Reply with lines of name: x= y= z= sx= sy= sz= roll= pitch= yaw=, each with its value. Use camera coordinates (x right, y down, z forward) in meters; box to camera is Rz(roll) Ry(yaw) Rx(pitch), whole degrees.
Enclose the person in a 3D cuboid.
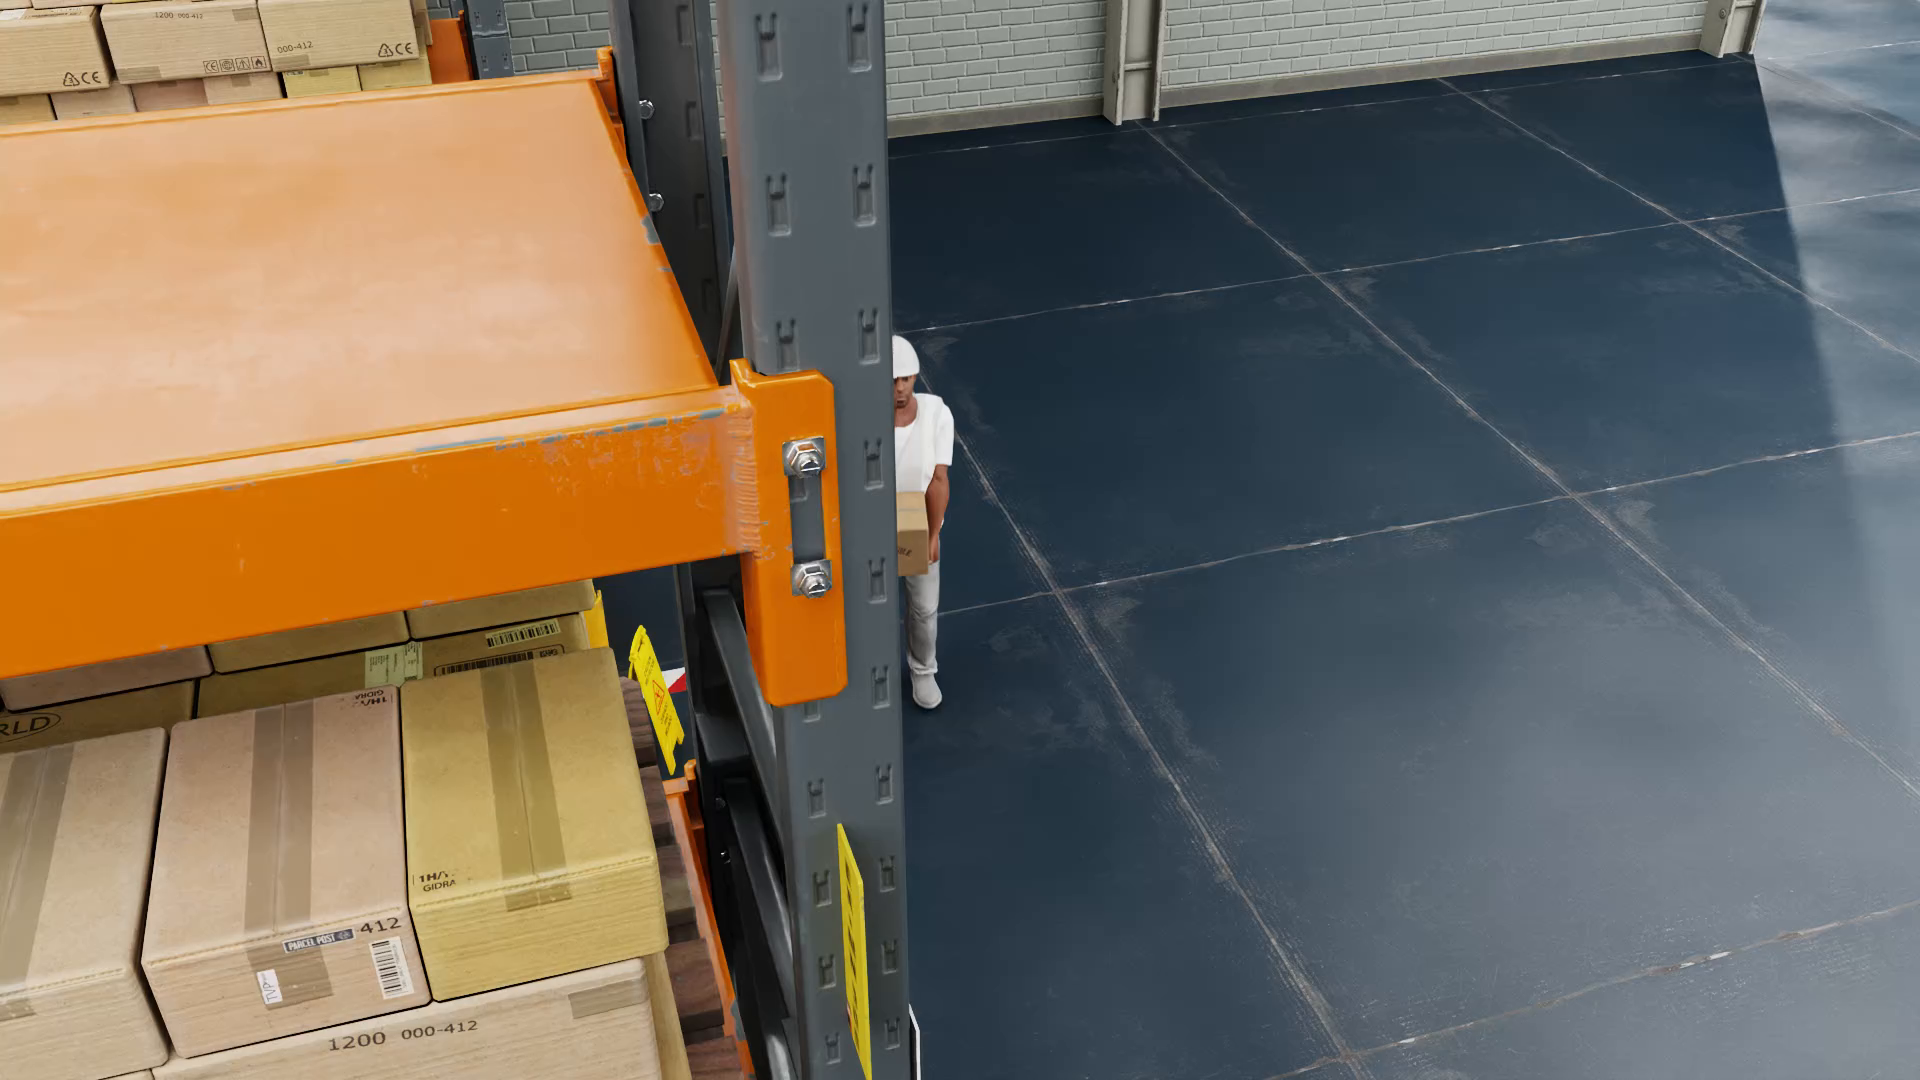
person: x=-0.265 y=0.002 z=7.122 sx=0.503 sy=1.760 sz=0.587 roll=-3 pitch=34 yaw=-4
